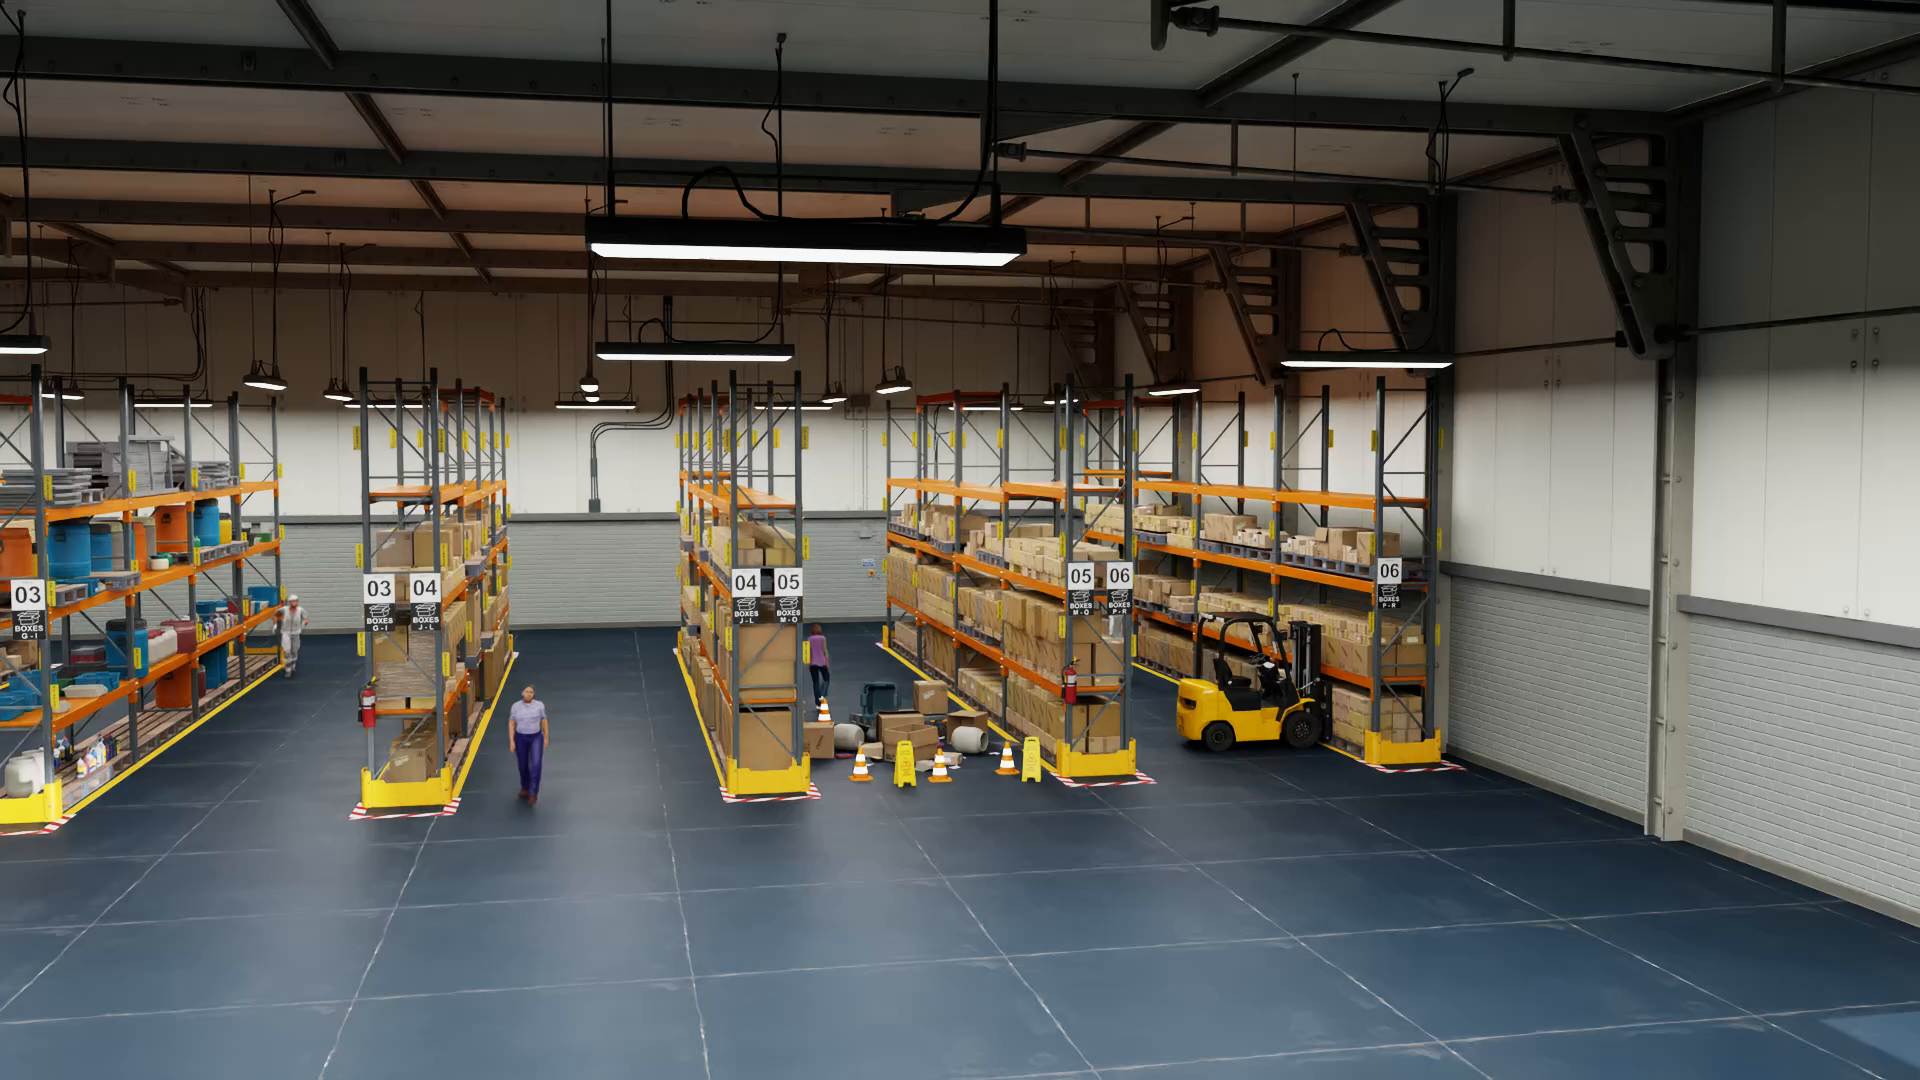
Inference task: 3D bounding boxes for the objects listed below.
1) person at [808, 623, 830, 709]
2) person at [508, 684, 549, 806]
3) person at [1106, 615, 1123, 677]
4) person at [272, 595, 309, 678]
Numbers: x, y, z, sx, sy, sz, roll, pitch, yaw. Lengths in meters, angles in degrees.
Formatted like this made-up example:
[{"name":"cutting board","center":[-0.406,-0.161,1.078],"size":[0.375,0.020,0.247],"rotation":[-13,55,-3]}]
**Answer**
[{"name":"person","center":[-2.647,2.343,30.971],"size":[0.430,1.593,0.409],"rotation":[0,3,1]},{"name":"person","center":[-6.025,2.820,23.178],"size":[0.525,1.631,0.831],"rotation":[0,3,-8]},{"name":"person","center":[3.258,2.104,35.050],"size":[0.453,1.594,0.419],"rotation":[-3,4,-39]},{"name":"person","center":[-14.272,2.035,35.448],"size":[0.721,1.777,0.940],"rotation":[-2,4,-26]}]
